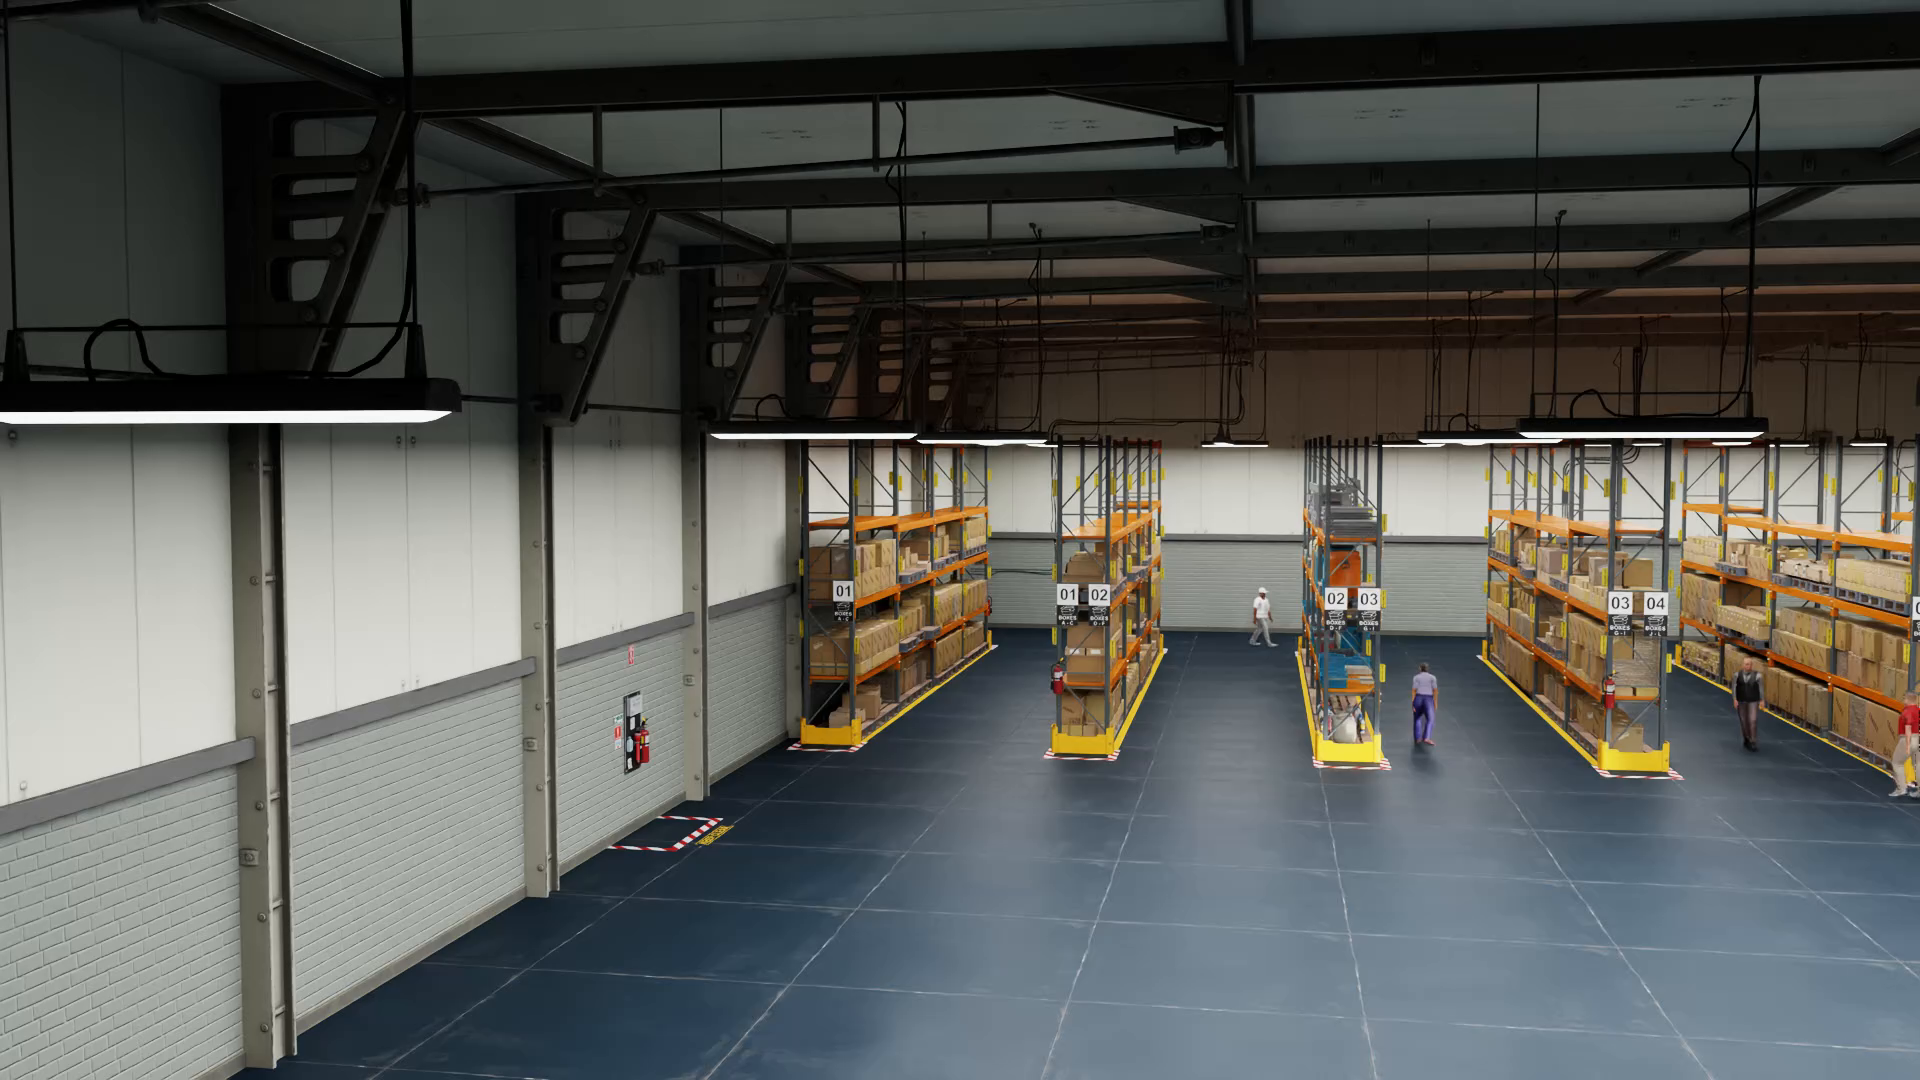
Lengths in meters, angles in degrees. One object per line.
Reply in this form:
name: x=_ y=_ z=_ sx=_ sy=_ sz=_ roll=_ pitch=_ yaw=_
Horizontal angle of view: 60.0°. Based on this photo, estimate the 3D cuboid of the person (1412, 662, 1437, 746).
person: x=8.982 y=3.167 z=32.096 sx=0.530 sy=1.620 sz=0.893 roll=2 pitch=3 yaw=27

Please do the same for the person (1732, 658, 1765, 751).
person: x=15.140 y=3.129 z=31.991 sx=0.573 sy=1.691 sz=0.845 roll=3 pitch=4 yaw=40

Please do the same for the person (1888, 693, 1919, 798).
person: x=15.698 y=3.407 z=27.358 sx=0.548 sy=1.772 sz=0.557 roll=-1 pitch=3 yaw=-14

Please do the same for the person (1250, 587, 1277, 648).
person: x=8.844 y=2.245 z=48.324 sx=0.970 sy=1.732 sz=0.597 roll=3 pitch=4 yaw=41
